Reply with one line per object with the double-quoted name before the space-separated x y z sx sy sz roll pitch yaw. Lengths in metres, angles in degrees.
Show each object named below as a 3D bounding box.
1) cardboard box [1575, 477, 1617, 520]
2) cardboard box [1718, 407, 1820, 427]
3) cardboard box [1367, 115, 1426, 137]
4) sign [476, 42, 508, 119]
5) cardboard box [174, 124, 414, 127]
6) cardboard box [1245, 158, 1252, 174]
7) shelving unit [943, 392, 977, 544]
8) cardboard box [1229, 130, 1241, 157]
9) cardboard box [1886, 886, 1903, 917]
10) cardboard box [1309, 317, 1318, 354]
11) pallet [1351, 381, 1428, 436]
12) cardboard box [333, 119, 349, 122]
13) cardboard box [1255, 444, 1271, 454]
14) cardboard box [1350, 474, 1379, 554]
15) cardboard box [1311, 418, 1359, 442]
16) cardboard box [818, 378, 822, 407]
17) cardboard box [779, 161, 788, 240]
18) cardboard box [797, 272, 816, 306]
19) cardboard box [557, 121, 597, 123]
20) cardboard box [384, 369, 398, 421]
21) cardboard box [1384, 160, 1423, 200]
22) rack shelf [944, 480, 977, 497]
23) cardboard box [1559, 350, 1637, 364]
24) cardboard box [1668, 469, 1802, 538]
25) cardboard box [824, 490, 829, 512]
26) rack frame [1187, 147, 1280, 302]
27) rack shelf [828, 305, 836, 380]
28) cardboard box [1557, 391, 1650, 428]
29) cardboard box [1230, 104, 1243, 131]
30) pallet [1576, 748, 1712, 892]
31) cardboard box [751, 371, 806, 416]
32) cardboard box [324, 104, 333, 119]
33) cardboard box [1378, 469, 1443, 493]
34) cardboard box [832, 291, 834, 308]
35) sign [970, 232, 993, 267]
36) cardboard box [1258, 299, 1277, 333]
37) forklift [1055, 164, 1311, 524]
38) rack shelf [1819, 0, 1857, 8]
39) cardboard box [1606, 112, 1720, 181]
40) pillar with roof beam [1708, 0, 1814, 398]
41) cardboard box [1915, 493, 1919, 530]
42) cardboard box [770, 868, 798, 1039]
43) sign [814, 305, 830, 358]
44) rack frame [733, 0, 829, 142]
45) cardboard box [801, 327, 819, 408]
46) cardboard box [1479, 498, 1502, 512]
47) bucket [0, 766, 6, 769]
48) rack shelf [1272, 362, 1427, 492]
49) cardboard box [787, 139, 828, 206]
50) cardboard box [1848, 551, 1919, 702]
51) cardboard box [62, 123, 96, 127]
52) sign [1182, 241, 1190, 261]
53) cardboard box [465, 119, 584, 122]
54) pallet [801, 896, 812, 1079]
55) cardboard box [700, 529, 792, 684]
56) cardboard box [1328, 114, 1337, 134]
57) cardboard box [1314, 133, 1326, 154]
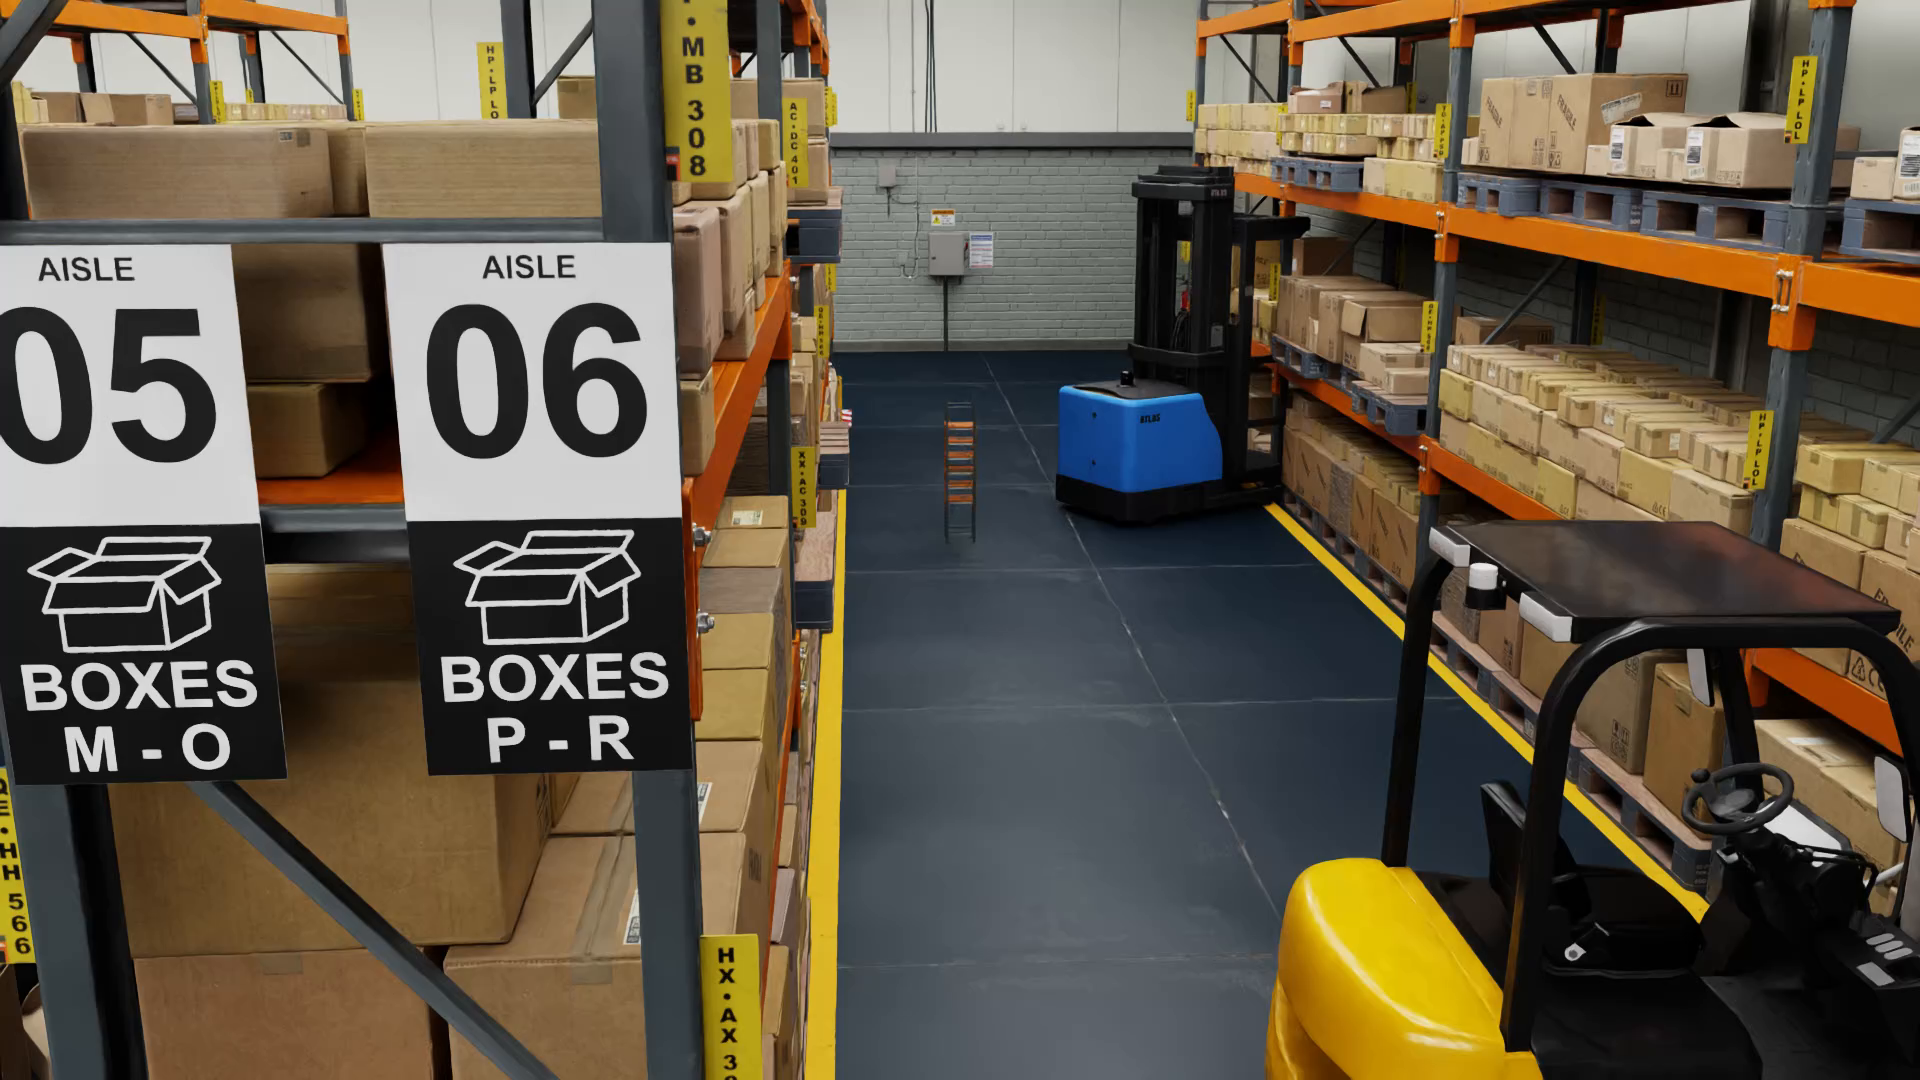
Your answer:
"cardboard box" 3.462 -0.152 8.400 0.500 0.250 0.500 -1 14 -3
"cardboard box" 3.978 -0.563 8.194 0.380 0.149 0.250 -1 14 -3
"cardboard box" 3.147 -2.971 11.936 0.380 0.149 0.250 -1 14 -3
"sign" -1.716 -1.662 6.117 0.100 0.325 0.005 -1 14 -3
"cardboard box" -1.242 -0.707 3.139 0.380 0.149 0.250 -1 14 -4
"cardboard box" 2.939 -3.579 15.901 0.380 0.149 0.250 -1 14 -3
"shelving unit" 0.001 -0.577 13.363 0.258 1.200 0.189 -1 14 -3
"cardboard box" 2.929 -3.867 16.220 0.500 0.250 0.500 -1 14 -4
"cardboard box" 3.566 1.407 5.711 0.500 0.250 0.500 -1 14 -4
"cardboard box" 2.999 -1.631 13.274 0.396 0.266 0.258 0 14 -1
"pallet" 3.432 -0.924 11.484 1.213 0.211 1.003 -1 14 -3
"cardboard box" -6.558 -4.172 16.998 0.500 0.250 0.500 -1 14 -5
"cardboard box" 2.968 -0.801 15.499 0.380 0.149 0.250 -1 14 -5
"cardboard box" 3.247 -0.199 12.454 0.500 0.500 0.500 0 14 -1
"cardboard box" 3.174 -0.927 13.981 0.380 0.149 0.250 -2 15 -6
"cardboard box" -1.266 -1.083 12.017 0.500 0.250 0.500 0 14 -2
"cardboard box" -0.866 -1.195 5.837 0.500 0.250 0.500 -1 14 -4
"cardboard box" -1.237 -1.554 11.341 0.500 0.500 0.500 -1 14 -3
"cardboard box" -0.796 -0.970 4.162 0.380 0.149 0.250 -1 14 -2
"cardboard box" -1.246 -0.326 3.258 0.380 0.149 0.250 0 14 -2
"cardboard box" 3.238 -2.479 11.421 0.500 0.250 0.500 -1 14 -3
"rack shelf" 0.001 -0.418 13.404 0.258 0.103 0.180 -1 14 -3
"cardboard box" 3.894 -1.071 10.167 0.380 0.149 0.250 -1 14 -2
"cardboard box" 3.506 -0.143 7.358 0.500 0.250 0.500 -1 14 -5
"cardboard box" -1.421 -0.341 12.255 0.875 0.875 0.875 -1 14 -3
"rack frame" 3.048 -2.839 18.542 1.000 3.000 0.127 -1 14 -3
"rack shelf" -1.782 -1.916 16.397 1.077 0.370 4.000 -1 14 -3
"cardboard box" 3.346 -0.681 8.651 0.380 0.149 0.250 -1 14 -5
"cardboard box" 2.924 -4.113 16.174 0.500 0.250 0.500 0 14 -2
"pallet" 3.707 1.313 8.000 1.003 0.211 1.213 -1 14 -3
"cardboard box" -0.839 -0.610 6.934 0.380 0.149 0.250 -1 14 -4
"cardboard box" -6.587 -4.335 16.832 0.380 0.149 0.250 -1 14 -3
"cardboard box" 3.240 -0.409 11.969 0.380 0.149 0.250 -1 14 -5
"cardboard box" -1.612 -2.694 17.778 0.500 0.500 0.500 -1 14 -3
"sign" 0.307 -4.173 23.916 0.329 0.494 0.001 -1 14 -3
"cardboard box" 3.021 -2.039 15.135 0.500 0.250 0.500 -1 14 -2
"forklift" 2.345 -1.818 14.709 3.031 2.935 1.130 -10 17 -33
"rack shelf" 3.915 -1.721 4.401 1.077 0.370 4.000 -1 14 -3
"cardboard box" 3.456 -1.883 7.942 0.500 0.311 0.500 -1 14 -5
"pillar with roof beam" 0.227 -3.378 8.597 9.100 9.000 0.400 -1 14 -3
"cardboard box" 3.560 -0.085 5.738 0.380 0.149 0.250 -1 14 -2
"cardboard box" -0.792 1.384 5.298 0.500 0.500 0.500 0 14 0
"sign" -0.869 -1.305 10.415 0.100 0.325 0.005 -1 14 -3
"rack frame" -1.906 -5.667 17.493 1.000 3.000 0.127 -1 14 -3
"cardboard box" -1.062 -0.931 9.484 0.500 0.500 0.500 -1 14 -4
"cardboard box" 3.822 -0.291 11.510 0.380 0.149 0.250 0 14 -1
"bucket" -3.787 1.172 6.472 0.726 0.611 0.620 4 5 16
"rack shelf" 3.420 -0.999 12.832 1.077 0.370 4.000 -1 14 -3
"cardboard box" -0.798 -1.512 6.823 0.500 0.250 0.500 -1 14 -5
"cardboard box" 3.607 0.340 5.983 0.500 0.500 0.500 -1 14 -2
"cardboard box" -6.188 -2.566 11.260 0.500 0.500 0.500 -1 14 -3
"sign" 2.507 -3.250 18.401 0.100 0.325 0.005 -1 14 -3
"cardboard box" -1.416 -1.281 5.370 0.380 0.149 0.250 -1 14 -5
"pallet" -1.085 1.740 6.342 1.003 0.211 1.213 -1 14 -3
"cardboard box" -0.848 0.265 5.680 0.500 0.500 0.500 0 14 -2
"cardboard box" 3.025 -3.171 12.675 0.380 0.149 0.250 -1 14 -3
"cardboard box" 2.983 -3.093 12.968 0.380 0.149 0.250 -1 14 -4
